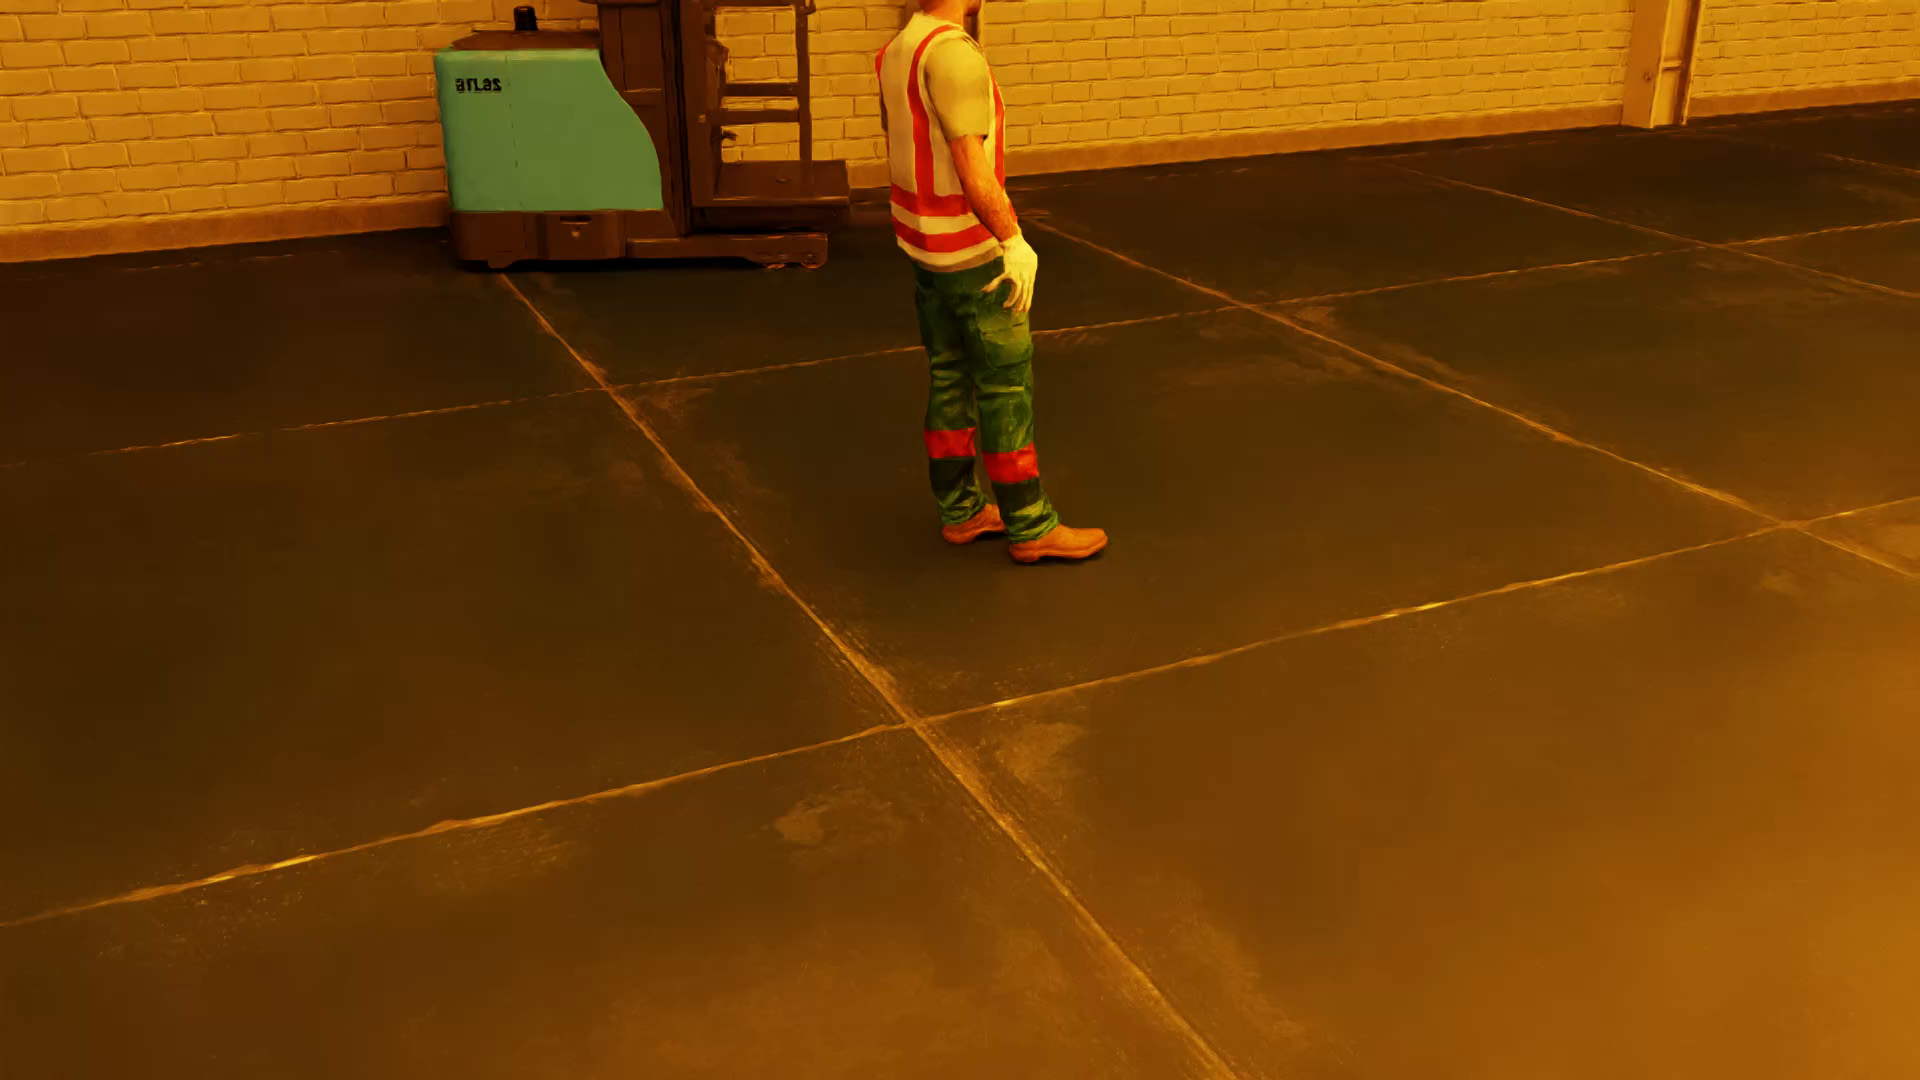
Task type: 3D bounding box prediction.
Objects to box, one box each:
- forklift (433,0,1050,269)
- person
[{"bbox_3d":[-1.070,-2.924,8.325,3.031,2.935,1.130,-2,23,-5],"label":"forklift"},{"bbox_3d":[0.077,-0.842,4.783,0.563,1.787,0.637,-10,25,-23],"label":"person"}]
